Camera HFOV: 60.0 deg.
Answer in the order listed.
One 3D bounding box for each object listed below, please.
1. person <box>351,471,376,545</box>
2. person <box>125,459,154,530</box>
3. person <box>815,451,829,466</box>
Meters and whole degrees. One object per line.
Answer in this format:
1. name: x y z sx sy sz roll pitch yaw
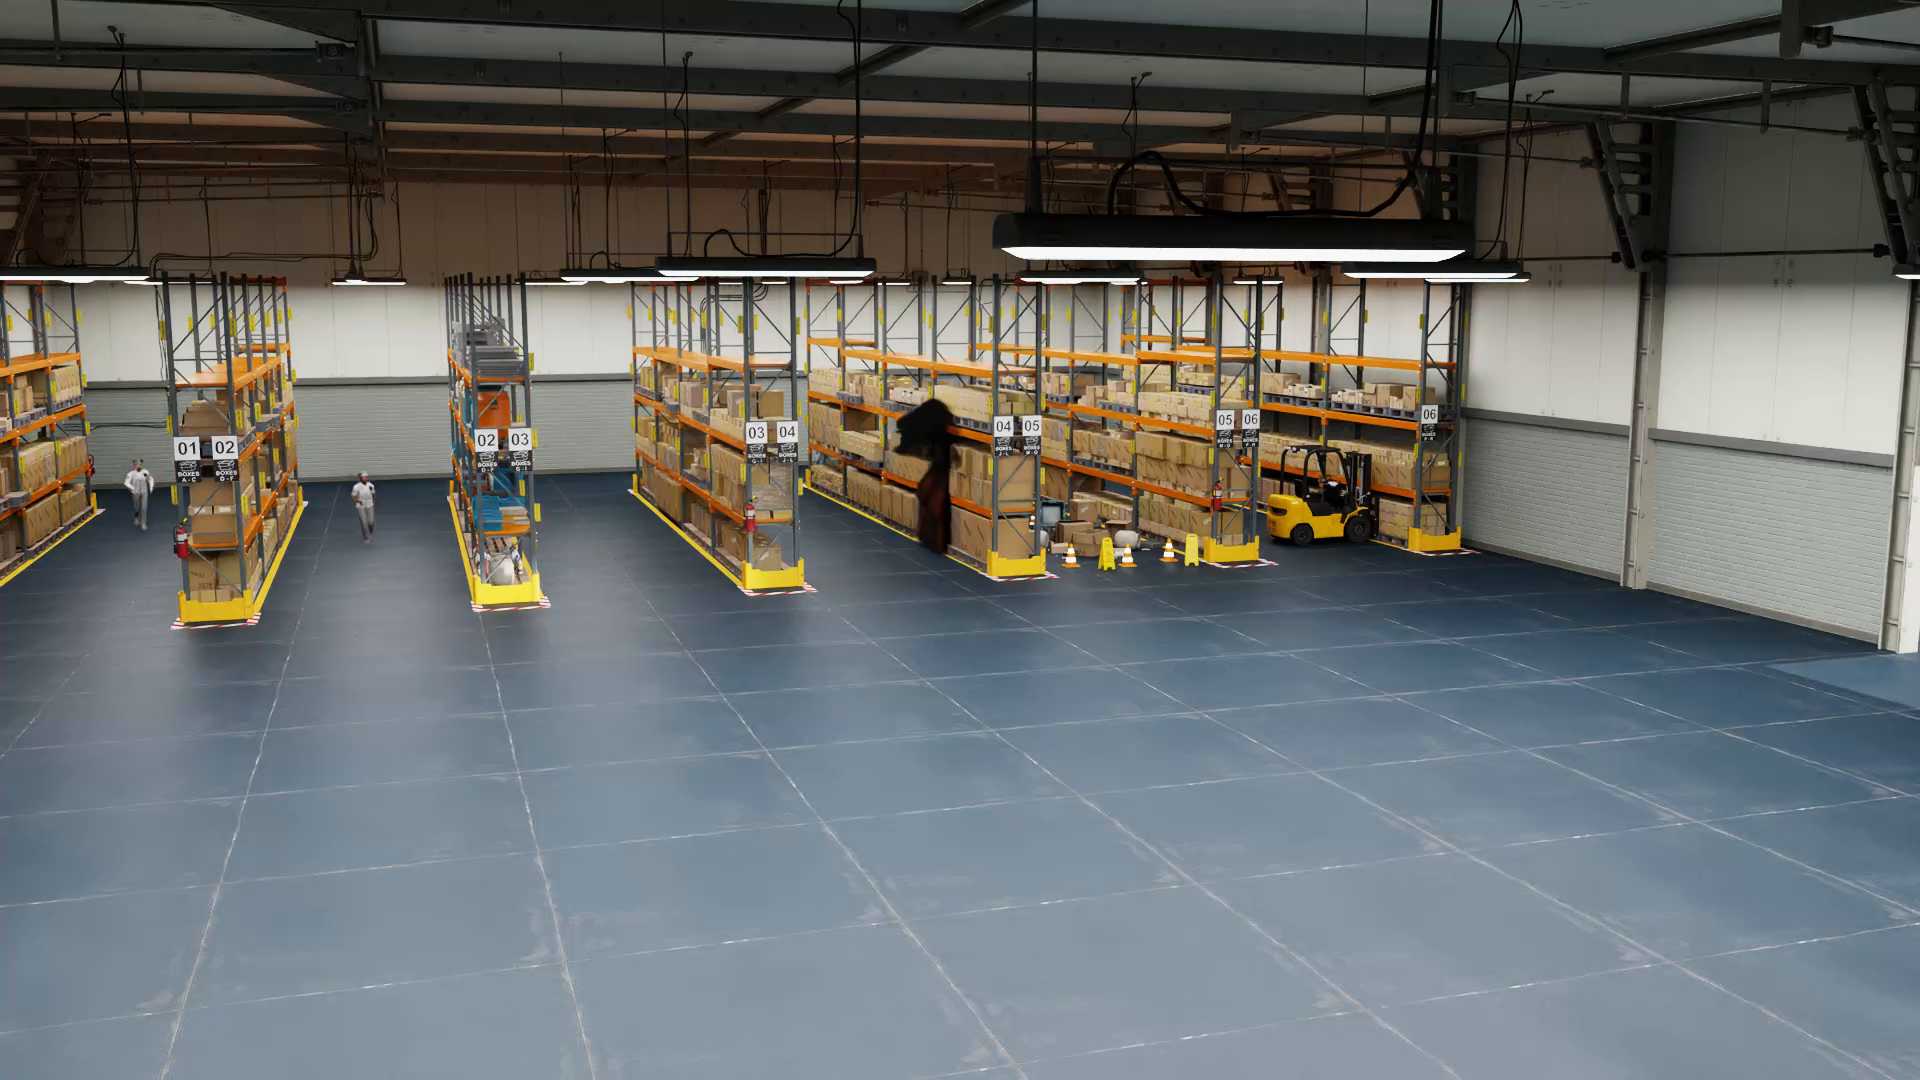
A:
1. person: -13.378 -0.725 37.405 0.563 1.670 0.571 -5 10 -31
2. person: -19.679 -1.114 39.931 0.641 1.692 0.743 -5 10 -32
3. person: -4.064 -2.600 49.562 0.580 1.716 0.699 -6 11 -36
